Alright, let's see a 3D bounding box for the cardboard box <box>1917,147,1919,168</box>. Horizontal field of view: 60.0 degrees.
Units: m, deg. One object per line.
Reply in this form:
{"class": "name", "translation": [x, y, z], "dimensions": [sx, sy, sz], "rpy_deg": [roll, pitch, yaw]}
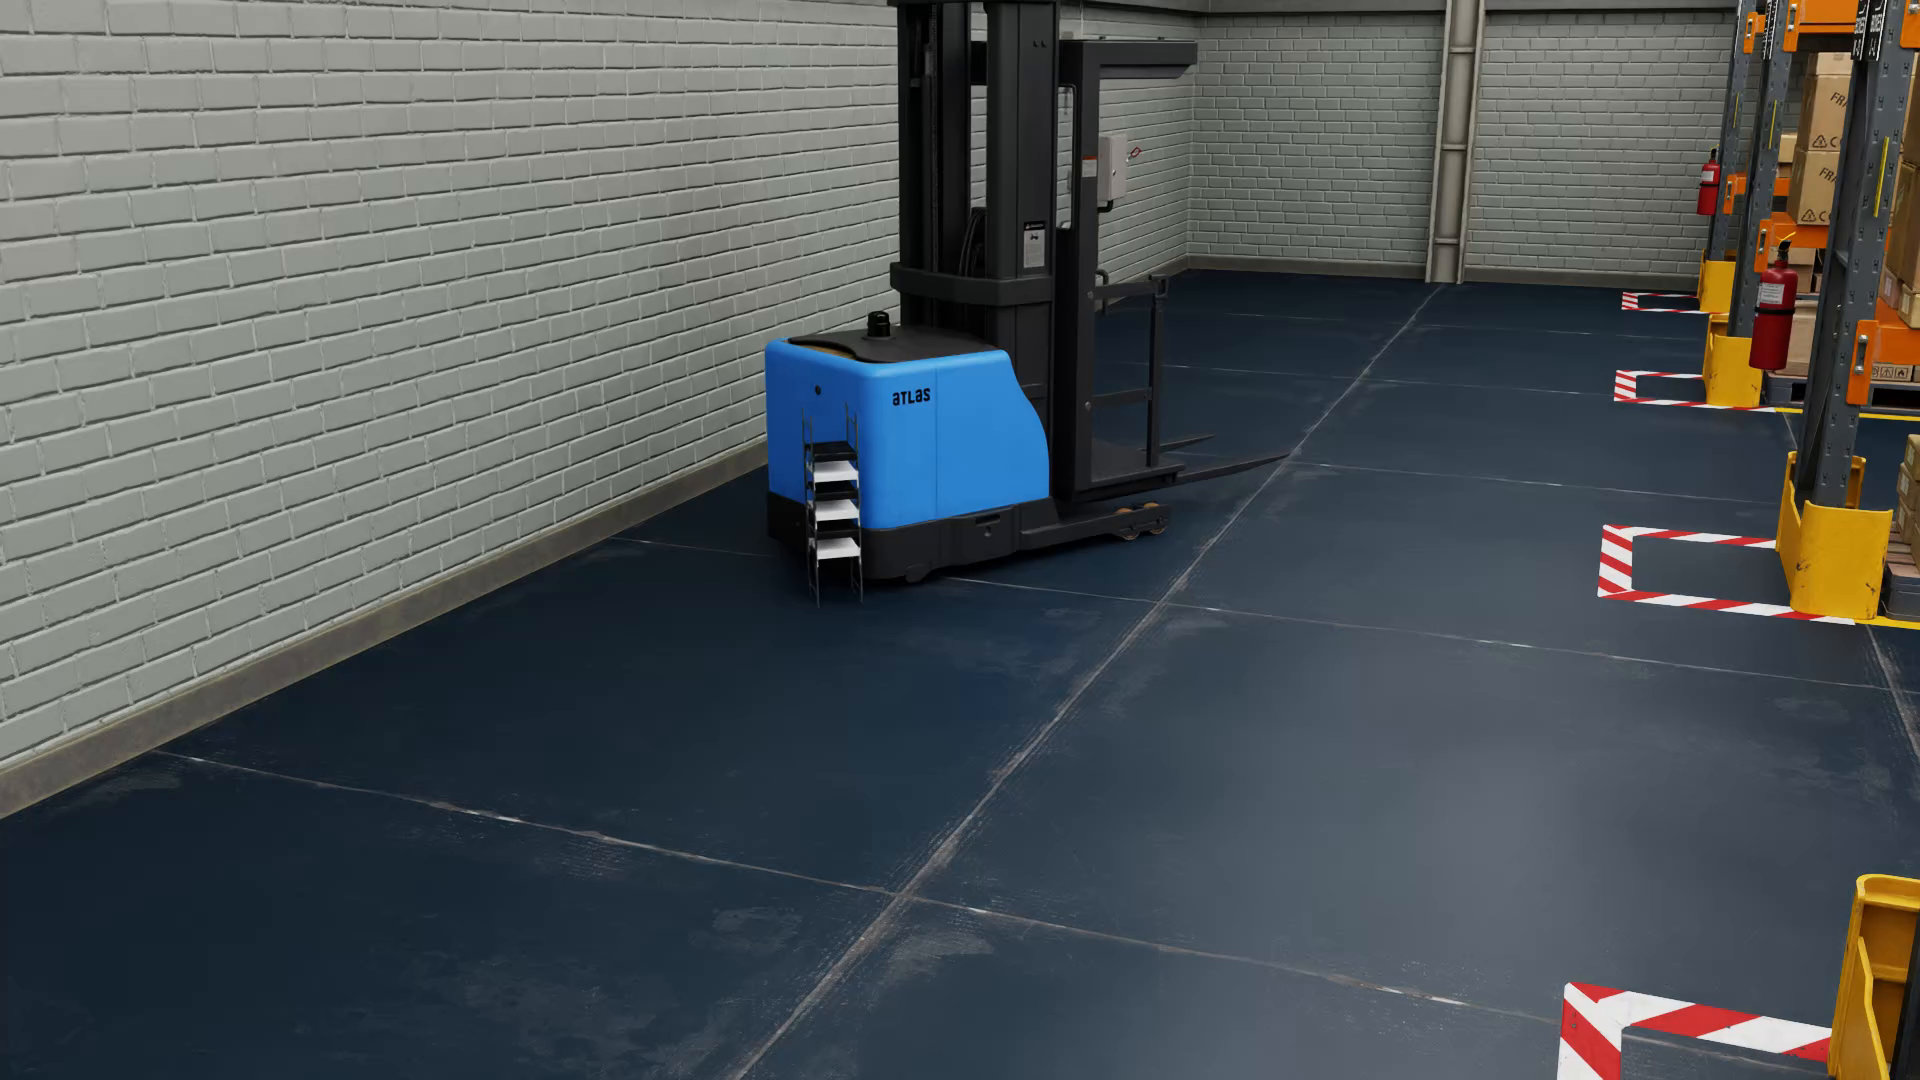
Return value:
{"class": "cardboard box", "translation": [4.398, -1.810, 7.020], "dimensions": [0.500, 0.500, 0.500], "rpy_deg": [6, 17, 20]}

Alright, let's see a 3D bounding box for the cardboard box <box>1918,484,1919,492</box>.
{"class": "cardboard box", "translation": [4.441, -0.230, 7.378], "dimensions": [0.250, 0.149, 0.380], "rpy_deg": [5, 17, 18]}

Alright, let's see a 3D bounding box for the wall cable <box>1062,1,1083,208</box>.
{"class": "wall cable", "translation": [1.056, -3.975, 15.164], "dimensions": [0.122, 1.984, 0.588], "rpy_deg": [6, 17, 21]}

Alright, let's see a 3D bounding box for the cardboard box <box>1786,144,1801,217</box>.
{"class": "cardboard box", "translation": [6.346, -2.615, 12.121], "dimensions": [0.500, 0.500, 0.500], "rpy_deg": [6, 17, 21]}

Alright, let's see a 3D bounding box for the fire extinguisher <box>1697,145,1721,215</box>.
{"class": "fire extinguisher", "translation": [7.311, -3.514, 16.206], "dimensions": [0.183, 0.674, 0.296], "rpy_deg": [6, 17, 21]}

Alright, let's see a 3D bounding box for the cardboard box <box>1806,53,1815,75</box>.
{"class": "cardboard box", "translation": [6.207, -3.402, 11.877], "dimensions": [0.250, 0.149, 0.380], "rpy_deg": [7, 17, 21]}

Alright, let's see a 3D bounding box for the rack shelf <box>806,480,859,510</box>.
{"class": "rack shelf", "translation": [-0.584, -0.213, 7.577], "dimensions": [0.200, 0.077, 0.258], "rpy_deg": [-5, 18, -14]}

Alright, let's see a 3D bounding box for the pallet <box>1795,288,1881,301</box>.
{"class": "pallet", "translation": [8.431, -2.407, 16.586], "dimensions": [1.213, 0.211, 1.003], "rpy_deg": [6, 17, 21]}

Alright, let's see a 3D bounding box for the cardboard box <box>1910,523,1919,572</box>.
{"class": "cardboard box", "translation": [4.448, 0.051, 7.479], "dimensions": [0.250, 0.149, 0.380], "rpy_deg": [7, 17, 22]}

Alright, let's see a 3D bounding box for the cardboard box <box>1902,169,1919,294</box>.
{"class": "cardboard box", "translation": [4.394, -1.327, 7.150], "dimensions": [0.500, 0.500, 0.500], "rpy_deg": [7, 18, 23]}

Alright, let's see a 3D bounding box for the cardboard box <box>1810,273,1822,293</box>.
{"class": "cardboard box", "translation": [8.533, -2.527, 16.358], "dimensions": [0.250, 0.149, 0.380], "rpy_deg": [6, 17, 18]}

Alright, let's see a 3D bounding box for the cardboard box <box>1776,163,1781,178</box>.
{"class": "cardboard box", "translation": [7.823, -3.610, 16.178], "dimensions": [0.250, 0.149, 0.380], "rpy_deg": [6, 17, 20]}

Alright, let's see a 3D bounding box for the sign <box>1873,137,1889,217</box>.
{"class": "sign", "translation": [3.879, -1.528, 7.005], "dimensions": [0.005, 0.325, 0.100], "rpy_deg": [6, 17, 21]}

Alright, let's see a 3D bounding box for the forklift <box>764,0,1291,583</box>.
{"class": "forklift", "translation": [0.498, -1.512, 8.624], "dimensions": [3.031, 2.935, 1.130], "rpy_deg": [-12, 20, -35]}

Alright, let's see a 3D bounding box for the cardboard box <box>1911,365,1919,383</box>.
{"class": "cardboard box", "translation": [7.305, -1.386, 11.909], "dimensions": [0.875, 0.438, 0.875], "rpy_deg": [7, 18, 22]}

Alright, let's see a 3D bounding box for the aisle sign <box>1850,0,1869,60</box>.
{"class": "aisle sign", "translation": [4.120, -2.587, 7.542], "dimensions": [0.004, 0.787, 0.394], "rpy_deg": [6, 17, 21]}

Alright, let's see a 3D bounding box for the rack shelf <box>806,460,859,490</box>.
{"class": "rack shelf", "translation": [-0.585, -0.299, 7.551], "dimensions": [0.200, 0.077, 0.258], "rpy_deg": [-5, 18, -14]}

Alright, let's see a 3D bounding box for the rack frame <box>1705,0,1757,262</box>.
{"class": "rack frame", "translation": [7.618, -3.835, 16.504], "dimensions": [0.127, 3.000, 1.000], "rpy_deg": [6, 17, 21]}

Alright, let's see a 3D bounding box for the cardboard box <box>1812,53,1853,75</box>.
{"class": "cardboard box", "translation": [6.029, -3.279, 11.452], "dimensions": [0.250, 0.149, 0.380], "rpy_deg": [7, 17, 22]}

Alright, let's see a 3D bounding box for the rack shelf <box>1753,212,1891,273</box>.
{"class": "rack shelf", "translation": [7.661, -1.997, 11.464], "dimensions": [4.000, 0.370, 1.077], "rpy_deg": [6, 17, 21]}

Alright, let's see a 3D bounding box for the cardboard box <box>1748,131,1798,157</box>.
{"class": "cardboard box", "translation": [8.143, -3.928, 16.558], "dimensions": [0.500, 0.250, 0.500], "rpy_deg": [7, 18, 22]}

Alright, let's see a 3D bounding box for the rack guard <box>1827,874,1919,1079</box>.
{"class": "rack guard", "translation": [2.142, 1.221, 3.572], "dimensions": [0.348, 0.500, 1.175], "rpy_deg": [6, 17, 21]}

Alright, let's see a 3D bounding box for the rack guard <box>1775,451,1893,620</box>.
{"class": "rack guard", "translation": [4.149, -0.045, 7.932], "dimensions": [0.348, 0.500, 1.175], "rpy_deg": [6, 17, 21]}

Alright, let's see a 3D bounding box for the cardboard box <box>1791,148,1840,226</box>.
{"class": "cardboard box", "translation": [6.141, -2.472, 11.629], "dimensions": [0.500, 0.500, 0.500], "rpy_deg": [6, 17, 20]}

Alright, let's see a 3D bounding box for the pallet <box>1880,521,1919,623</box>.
{"class": "pallet", "translation": [4.891, 0.186, 7.655], "dimensions": [1.213, 0.211, 1.003], "rpy_deg": [6, 17, 21]}

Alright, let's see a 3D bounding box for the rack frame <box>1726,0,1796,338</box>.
{"class": "rack frame", "translation": [5.800, -2.547, 12.068], "dimensions": [0.127, 3.000, 1.000], "rpy_deg": [6, 17, 21]}

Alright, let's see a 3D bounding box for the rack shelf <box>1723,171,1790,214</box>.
{"class": "rack shelf", "translation": [9.478, -3.285, 15.899], "dimensions": [4.000, 0.370, 1.077], "rpy_deg": [6, 17, 21]}

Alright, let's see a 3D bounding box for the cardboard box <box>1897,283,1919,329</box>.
{"class": "cardboard box", "translation": [4.259, -1.014, 7.238], "dimensions": [0.250, 0.149, 0.380], "rpy_deg": [6, 17, 20]}

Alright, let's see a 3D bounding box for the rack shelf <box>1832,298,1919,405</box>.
{"class": "rack shelf", "translation": [5.938, -0.703, 7.006], "dimensions": [4.000, 0.370, 1.077], "rpy_deg": [6, 17, 21]}

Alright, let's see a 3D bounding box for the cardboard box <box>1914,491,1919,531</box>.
{"class": "cardboard box", "translation": [4.471, -0.109, 7.494], "dimensions": [0.250, 0.149, 0.380], "rpy_deg": [7, 18, 23]}

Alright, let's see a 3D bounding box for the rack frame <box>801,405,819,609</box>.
{"class": "rack frame", "translation": [-0.681, -0.150, 7.569], "dimensions": [0.006, 0.900, 0.240], "rpy_deg": [-5, 18, -14]}

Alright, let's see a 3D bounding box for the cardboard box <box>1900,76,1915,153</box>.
{"class": "cardboard box", "translation": [6.625, -2.902, 11.315], "dimensions": [0.500, 0.500, 0.500], "rpy_deg": [6, 17, 19]}

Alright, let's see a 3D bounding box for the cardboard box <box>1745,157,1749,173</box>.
{"class": "cardboard box", "translation": [8.025, -3.750, 16.662], "dimensions": [0.250, 0.149, 0.380], "rpy_deg": [6, 17, 20]}

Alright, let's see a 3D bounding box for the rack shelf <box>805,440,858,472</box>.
{"class": "rack shelf", "translation": [-0.586, -0.385, 7.524], "dimensions": [0.200, 0.077, 0.258], "rpy_deg": [-5, 18, -14]}

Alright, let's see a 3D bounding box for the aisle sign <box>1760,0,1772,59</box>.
{"class": "aisle sign", "translation": [5.847, -3.884, 12.008], "dimensions": [0.004, 0.787, 0.394], "rpy_deg": [6, 17, 21]}

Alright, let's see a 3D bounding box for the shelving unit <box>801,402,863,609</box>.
{"class": "shelving unit", "translation": [-0.583, -0.158, 7.594], "dimensions": [0.210, 0.900, 0.258], "rpy_deg": [-5, 18, -14]}

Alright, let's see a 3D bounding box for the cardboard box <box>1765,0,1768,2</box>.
{"class": "cardboard box", "translation": [8.131, -5.372, 16.152], "dimensions": [0.500, 0.250, 0.500], "rpy_deg": [6, 17, 20]}
